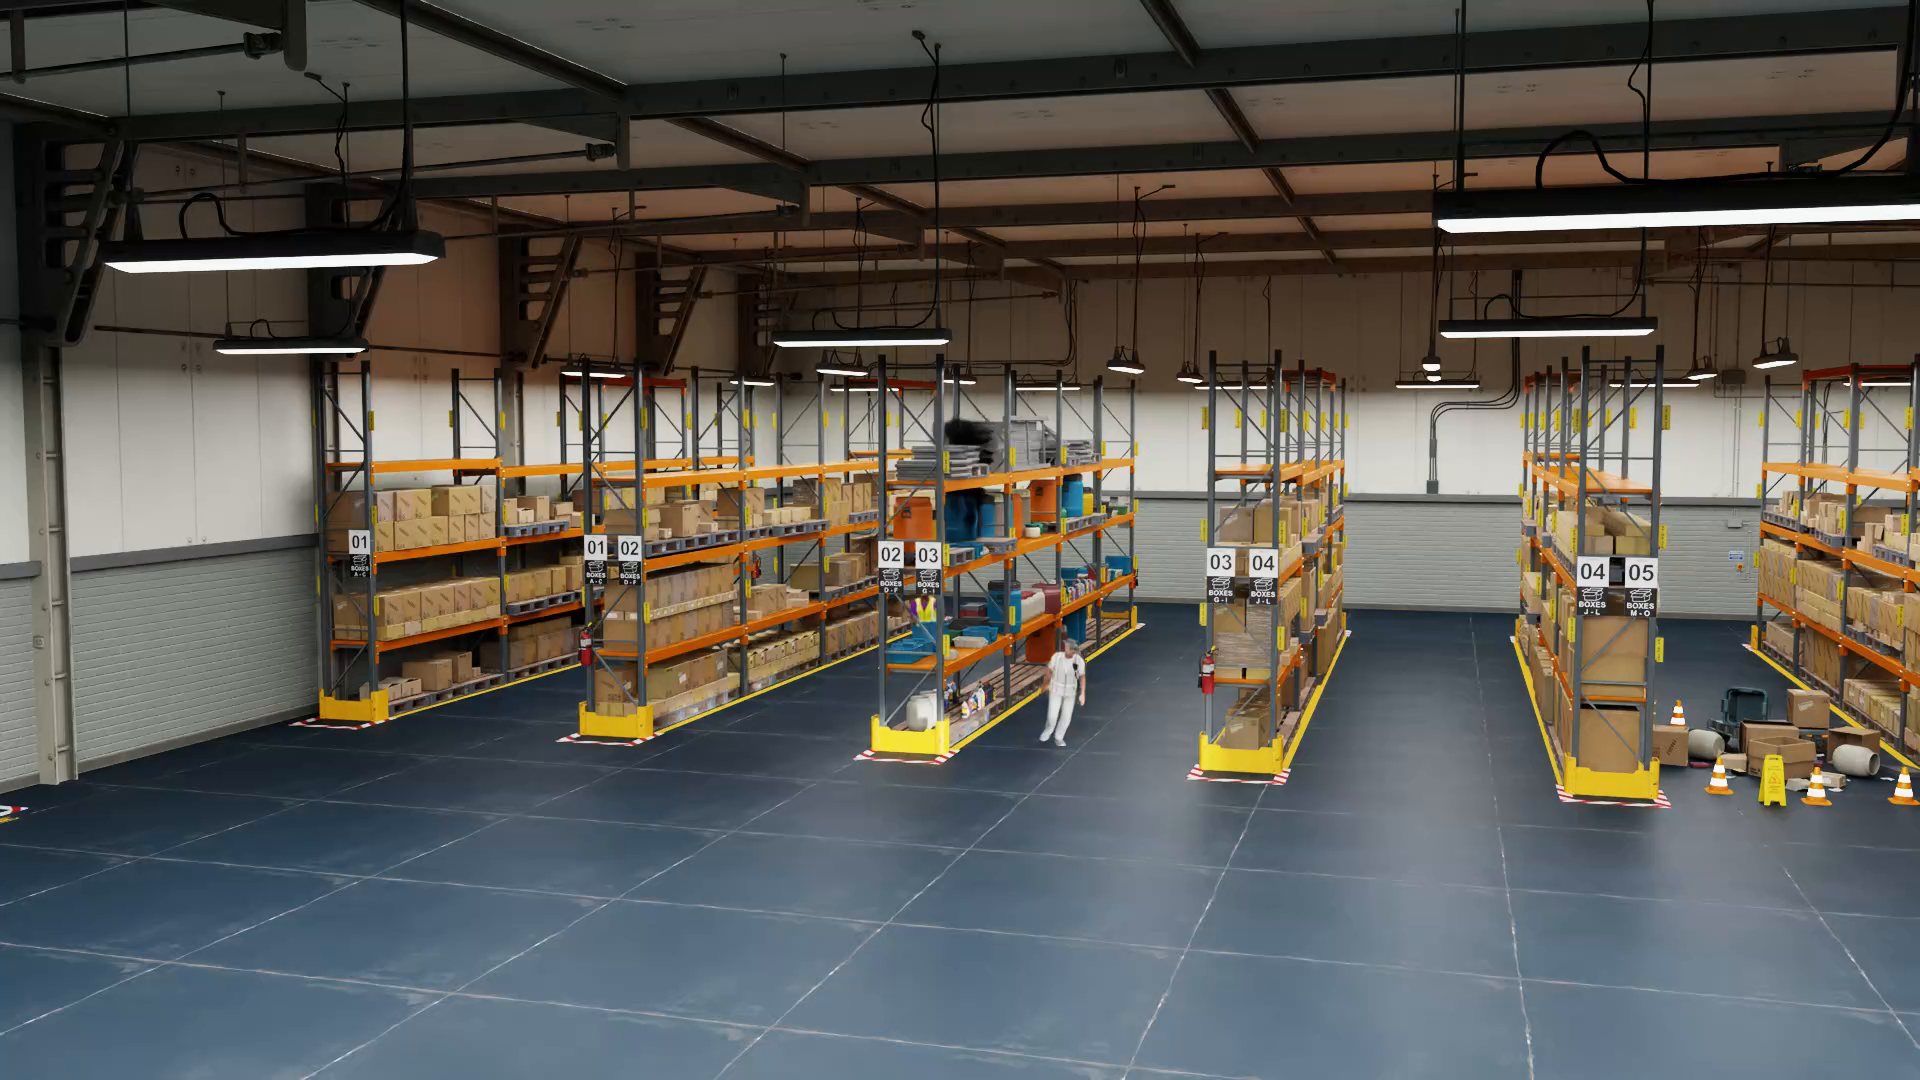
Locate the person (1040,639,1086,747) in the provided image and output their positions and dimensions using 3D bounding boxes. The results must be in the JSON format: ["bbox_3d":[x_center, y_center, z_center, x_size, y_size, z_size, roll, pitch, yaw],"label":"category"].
[{"bbox_3d":[1.578,2.332,25.506,0.681,1.696,0.581,0,4,-6],"label":"person"}]

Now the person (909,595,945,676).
[{"bbox_3d":[-0.676,1.778,32.882,0.666,1.810,0.830,1,4,17],"label":"person"}]
